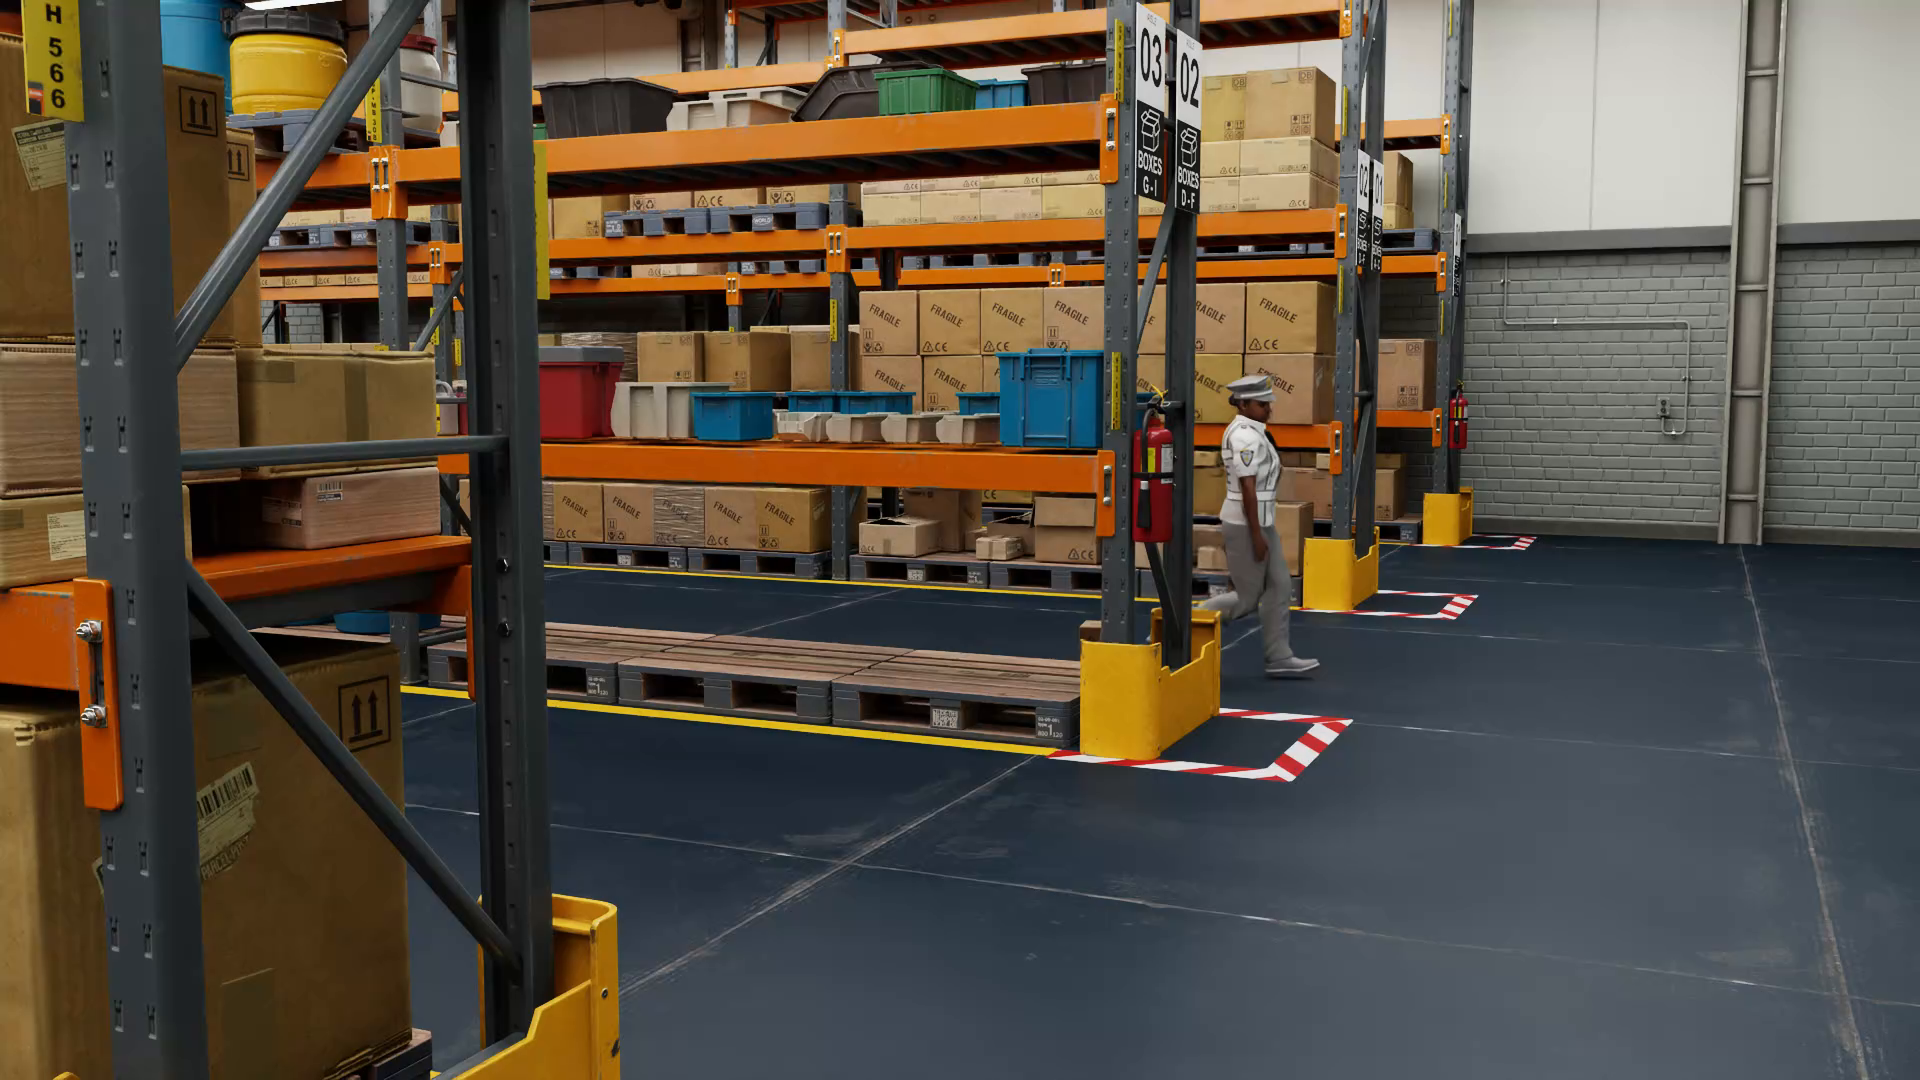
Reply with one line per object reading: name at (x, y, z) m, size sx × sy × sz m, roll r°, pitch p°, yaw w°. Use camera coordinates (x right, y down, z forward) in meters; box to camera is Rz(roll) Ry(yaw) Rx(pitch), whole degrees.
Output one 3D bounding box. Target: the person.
person at (1.529, -0.072, 8.979) m, size 0.847 × 1.626 × 0.479 m, roll 1°, pitch 6°, yaw 12°
